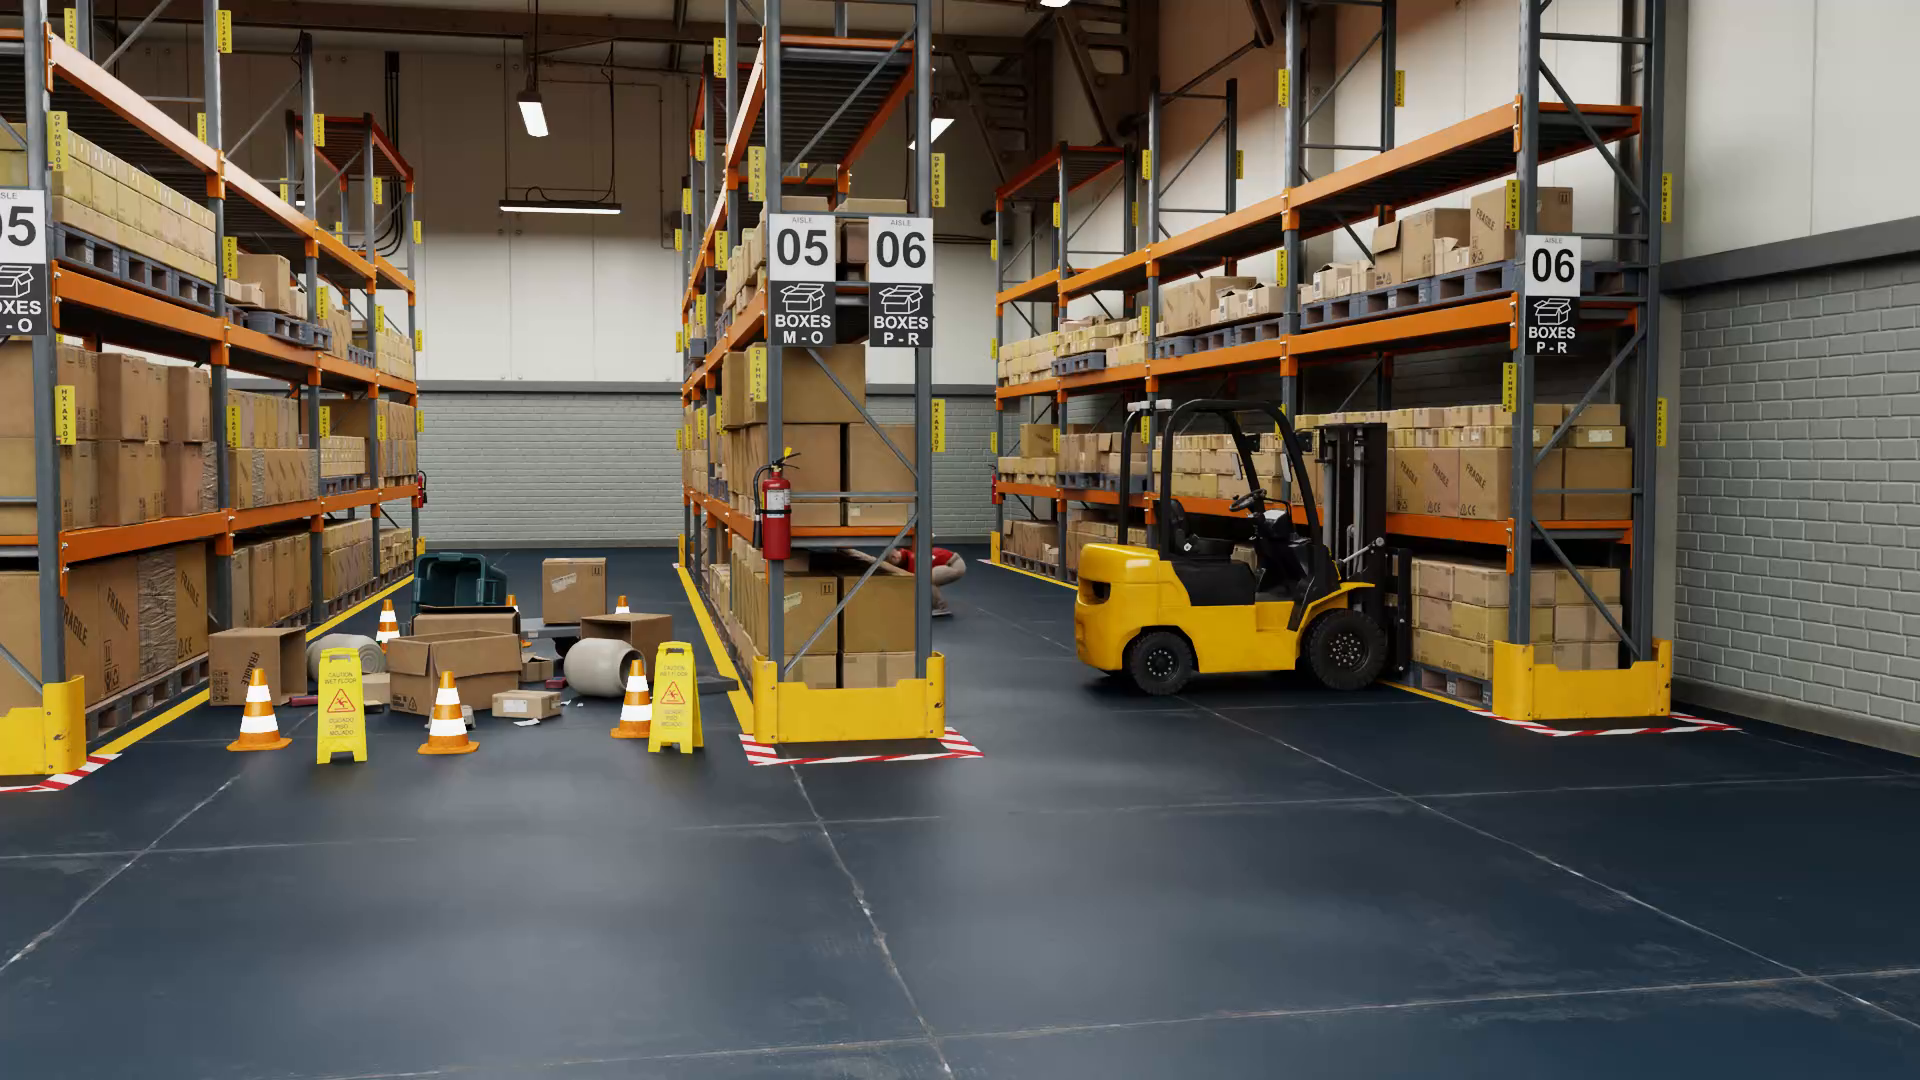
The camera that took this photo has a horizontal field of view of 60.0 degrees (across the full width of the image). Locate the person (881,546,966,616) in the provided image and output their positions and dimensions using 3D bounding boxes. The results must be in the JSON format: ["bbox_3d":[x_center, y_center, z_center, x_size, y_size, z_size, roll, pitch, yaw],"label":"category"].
[{"bbox_3d":[-0.405,0.448,18.081,0.940,0.788,0.518,-1,3,-13],"label":"person"}]
